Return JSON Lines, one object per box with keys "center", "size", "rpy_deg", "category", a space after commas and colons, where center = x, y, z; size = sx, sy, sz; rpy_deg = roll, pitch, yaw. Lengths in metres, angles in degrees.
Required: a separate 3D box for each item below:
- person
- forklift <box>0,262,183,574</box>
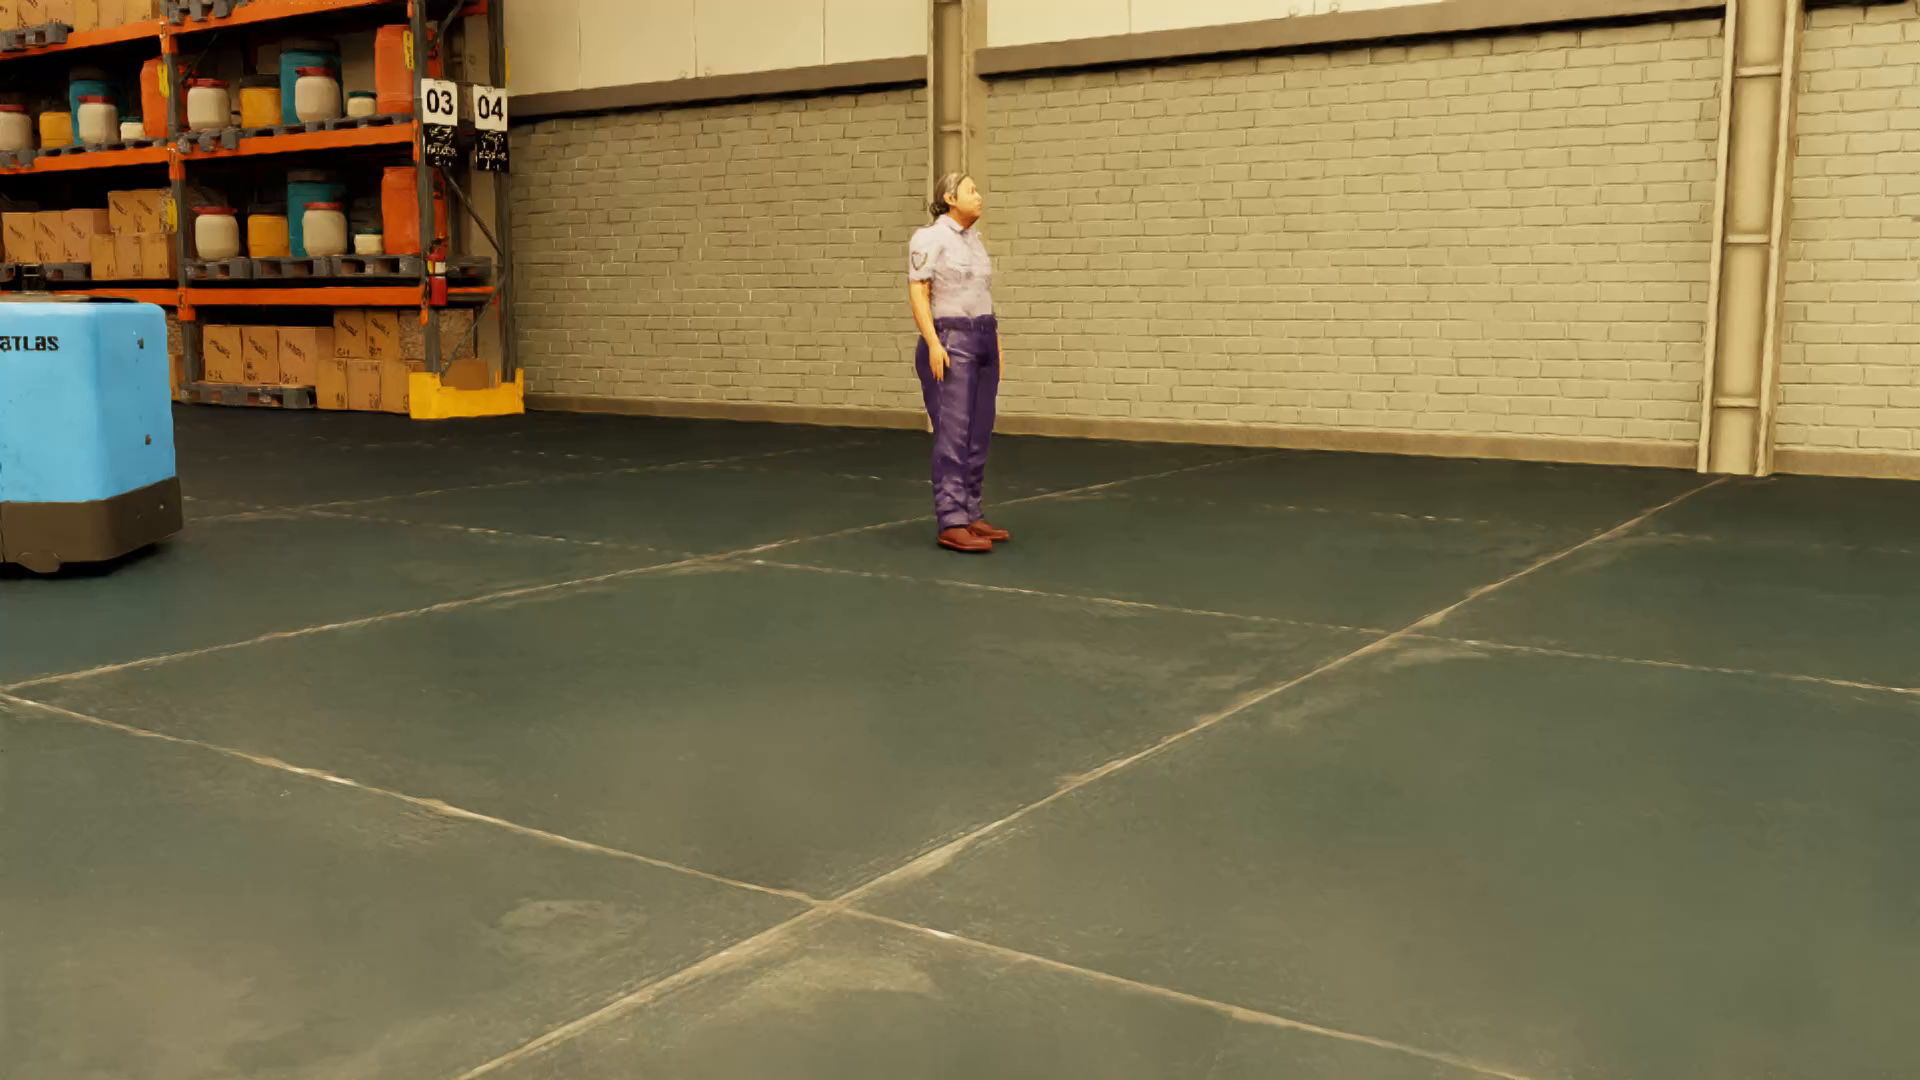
{"center": [0.062, -0.813, 7.418], "size": [0.502, 1.650, 0.599], "rpy_deg": [5, 10, 34], "category": "person"}
{"center": [-4.908, -1.337, 6.596], "size": [3.031, 2.935, 1.130], "rpy_deg": [-1, 8, -9], "category": "forklift"}
